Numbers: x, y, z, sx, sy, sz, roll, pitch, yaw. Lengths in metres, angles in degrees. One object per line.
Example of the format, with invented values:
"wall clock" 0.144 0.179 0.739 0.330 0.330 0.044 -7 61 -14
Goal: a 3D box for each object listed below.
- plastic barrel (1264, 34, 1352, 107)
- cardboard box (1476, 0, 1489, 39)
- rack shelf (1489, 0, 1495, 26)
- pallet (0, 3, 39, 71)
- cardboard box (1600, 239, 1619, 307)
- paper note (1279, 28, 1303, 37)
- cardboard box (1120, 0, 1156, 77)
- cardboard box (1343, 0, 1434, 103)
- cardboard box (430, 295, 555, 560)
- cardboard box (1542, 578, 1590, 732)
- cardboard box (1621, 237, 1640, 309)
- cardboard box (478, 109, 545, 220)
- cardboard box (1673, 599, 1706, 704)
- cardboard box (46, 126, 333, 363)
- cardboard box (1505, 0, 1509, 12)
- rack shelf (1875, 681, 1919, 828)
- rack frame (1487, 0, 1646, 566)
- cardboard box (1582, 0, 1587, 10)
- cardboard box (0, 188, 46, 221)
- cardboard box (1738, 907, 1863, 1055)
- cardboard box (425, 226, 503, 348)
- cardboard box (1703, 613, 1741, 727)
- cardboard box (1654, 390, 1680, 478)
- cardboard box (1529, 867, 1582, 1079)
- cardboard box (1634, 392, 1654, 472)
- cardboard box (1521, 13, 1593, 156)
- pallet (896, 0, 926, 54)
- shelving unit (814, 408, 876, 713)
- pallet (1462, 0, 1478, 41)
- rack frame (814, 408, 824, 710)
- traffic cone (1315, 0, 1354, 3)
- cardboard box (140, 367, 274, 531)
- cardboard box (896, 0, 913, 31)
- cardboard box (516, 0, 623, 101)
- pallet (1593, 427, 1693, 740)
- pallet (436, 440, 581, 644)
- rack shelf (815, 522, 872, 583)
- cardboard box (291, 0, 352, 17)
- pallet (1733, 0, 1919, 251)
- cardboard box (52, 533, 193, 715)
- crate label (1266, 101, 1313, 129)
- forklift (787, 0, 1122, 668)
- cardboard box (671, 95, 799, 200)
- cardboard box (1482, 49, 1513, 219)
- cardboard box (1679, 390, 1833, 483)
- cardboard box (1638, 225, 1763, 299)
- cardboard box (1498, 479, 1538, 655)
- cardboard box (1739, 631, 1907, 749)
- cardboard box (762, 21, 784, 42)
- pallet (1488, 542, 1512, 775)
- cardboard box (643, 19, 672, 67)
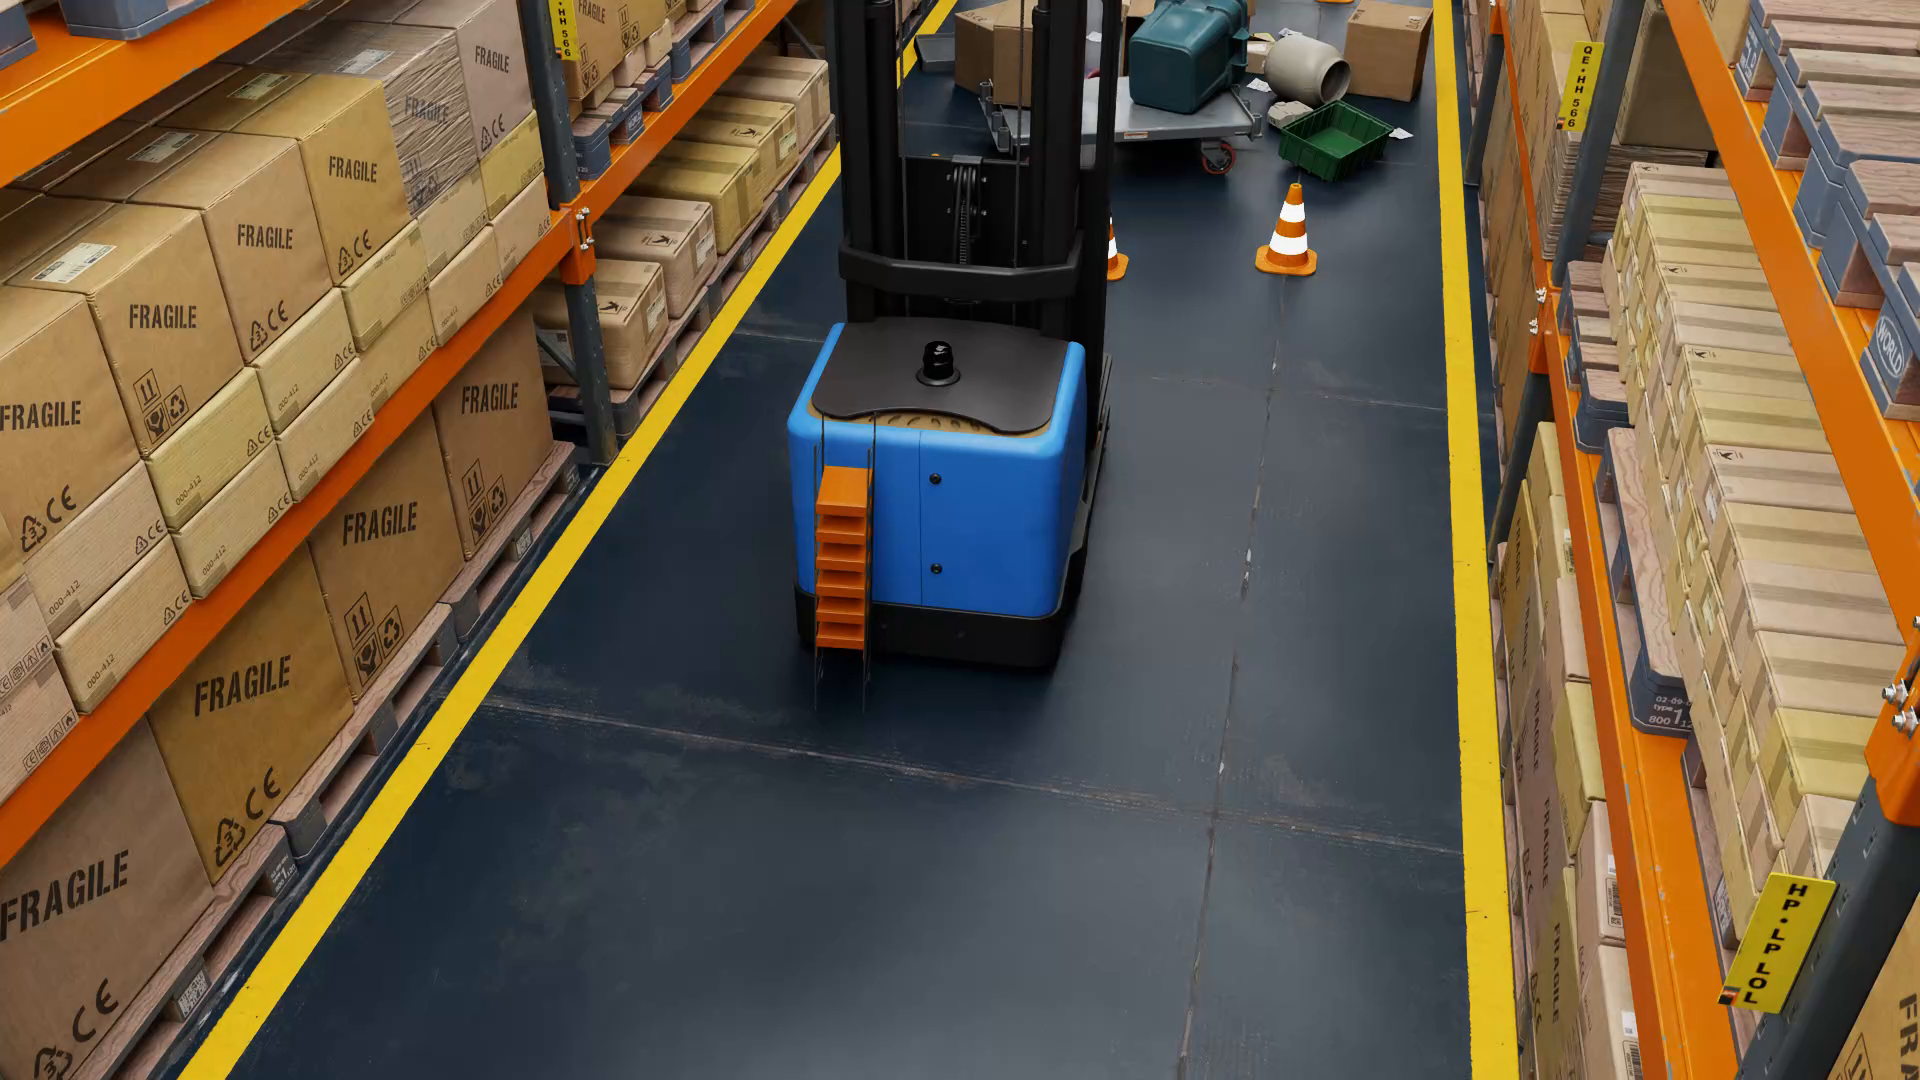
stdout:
"plastic barrel" 2.355 -3.174 11.268 0.421 0.421 0.512 -24 42 -30
"cardboard box" 4.199 -4.075 11.769 0.875 0.875 0.875 7 36 9
"rack shelf" 4.038 -4.229 11.142 1.077 0.370 4.000 7 37 10
"pallet" -2.808 -1.019 3.707 0.805 0.209 1.217 6 36 8
"cardboard box" 2.464 -0.918 5.817 0.380 0.149 0.250 7 36 9
"paper note" 2.481 -3.802 12.471 0.144 0.017 0.142 20 41 26
"cardboard box" 1.514 -3.412 11.414 0.797 0.637 0.503 7 37 10
"cardboard box" 2.940 -3.382 11.488 0.500 0.500 0.500 14 38 18
"cardboard box" -2.330 -0.568 6.930 0.875 0.875 0.875 7 37 10
"cardboard box" 2.146 0.395 5.282 0.500 0.250 0.500 8 37 10
"cardboard box" 2.401 -0.862 5.486 0.380 0.149 0.250 9 37 12
"cardboard box" -1.956 -1.476 6.432 0.500 0.250 0.500 7 37 10
"cardboard box" 2.011 0.296 4.142 0.380 0.149 0.250 6 36 8
"cardboard box" -2.285 -0.891 4.986 0.500 0.500 0.500 7 36 9
"cardboard box" 3.236 -3.147 8.951 0.500 0.500 0.500 8 37 10
"rack shelf" 1.475 1.436 0.770 1.077 0.370 4.000 7 37 10
"rack frame" 2.756 -1.081 6.185 1.000 3.000 0.127 7 37 10
"cardboard box" 3.185 -2.660 7.427 0.700 0.500 0.500 7 37 10
"cardboard box" -2.874 -0.669 4.680 0.500 0.500 0.500 8 37 11
"cardboard box" 1.793 0.892 3.320 0.380 0.149 0.250 7 36 9
"cardboard box" -2.049 -0.965 6.154 0.500 0.250 0.500 8 37 11
"cardboard box" 1.959 0.320 3.855 0.380 0.149 0.250 6 36 8
"cardboard box" 2.183 -0.279 4.682 0.380 0.149 0.250 7 37 10
"cardboard box" 1.924 1.304 4.666 0.500 0.500 0.500 6 36 9
"cardboard box" 2.238 -0.302 4.966 0.380 0.149 0.250 8 37 11
"cardboard box" 2.805 -1.986 7.348 0.500 0.500 0.500 7 36 9
"pallet" -0.879 -3.899 12.449 1.003 0.211 1.213 7 37 10
"shelving unit" -0.423 0.100 6.083 0.189 1.200 0.258 4 36 1
"pallet" 4.371 -4.070 12.686 1.003 0.211 1.213 7 37 10
"rack frame" -0.515 0.093 6.084 0.006 1.200 0.240 4 36 1
"traffic cone" 2.965 -4.514 13.083 0.336 0.463 0.334 7 37 10
"cardboard box" -2.368 -0.297 4.806 0.500 0.250 0.500 8 37 11
"cardboard box" -0.643 -3.910 12.073 0.500 0.250 0.500 7 36 9
"cardboard box" -1.779 -2.203 7.037 0.500 0.500 0.500 6 36 9
"pallet" 2.374 0.137 4.669 1.003 0.211 1.213 7 37 10
"pallet" -2.343 -0.072 7.169 1.003 0.211 1.213 7 37 10
"rack shelf" -0.420 0.039 6.038 0.180 0.103 0.258 4 36 1
"cardboard box" -2.445 -1.837 6.291 0.500 0.500 0.500 6 36 8
"pallet" 2.357 -0.862 3.487 1.213 0.211 1.003 7 37 10
"cardboard box" -2.494 0.195 4.553 0.500 0.250 0.500 6 36 9
"crate label" 2.188 -2.799 10.995 0.298 0.136 0.250 -17 39 -22
"forklift" 0.105 -1.551 6.893 1.130 2.935 3.031 6 36 8
"cardboard box" -1.506 -2.329 9.789 0.950 0.372 0.625 10 37 13
"cardboard box" 3.566 -2.266 9.380 1.050 0.750 0.750 7 37 10
"cardboard box" 2.132 -0.253 4.393 0.380 0.149 0.250 7 36 9
"cardboard box" 2.357 -0.855 5.223 0.380 0.149 0.250 7 37 10
"cardboard box" 2.356 0.135 6.280 0.500 0.500 0.500 6 36 8
"cardboard box" 1.911 0.347 3.565 0.380 0.149 0.250 6 36 8
"cardboard box" -1.382 -3.670 11.104 0.500 0.500 0.500 7 36 9
"pallet" 2.588 0.496 6.386 1.003 0.211 1.213 7 37 10
"cardboard box" -1.574 -2.339 7.777 0.380 0.149 0.250 8 37 10
